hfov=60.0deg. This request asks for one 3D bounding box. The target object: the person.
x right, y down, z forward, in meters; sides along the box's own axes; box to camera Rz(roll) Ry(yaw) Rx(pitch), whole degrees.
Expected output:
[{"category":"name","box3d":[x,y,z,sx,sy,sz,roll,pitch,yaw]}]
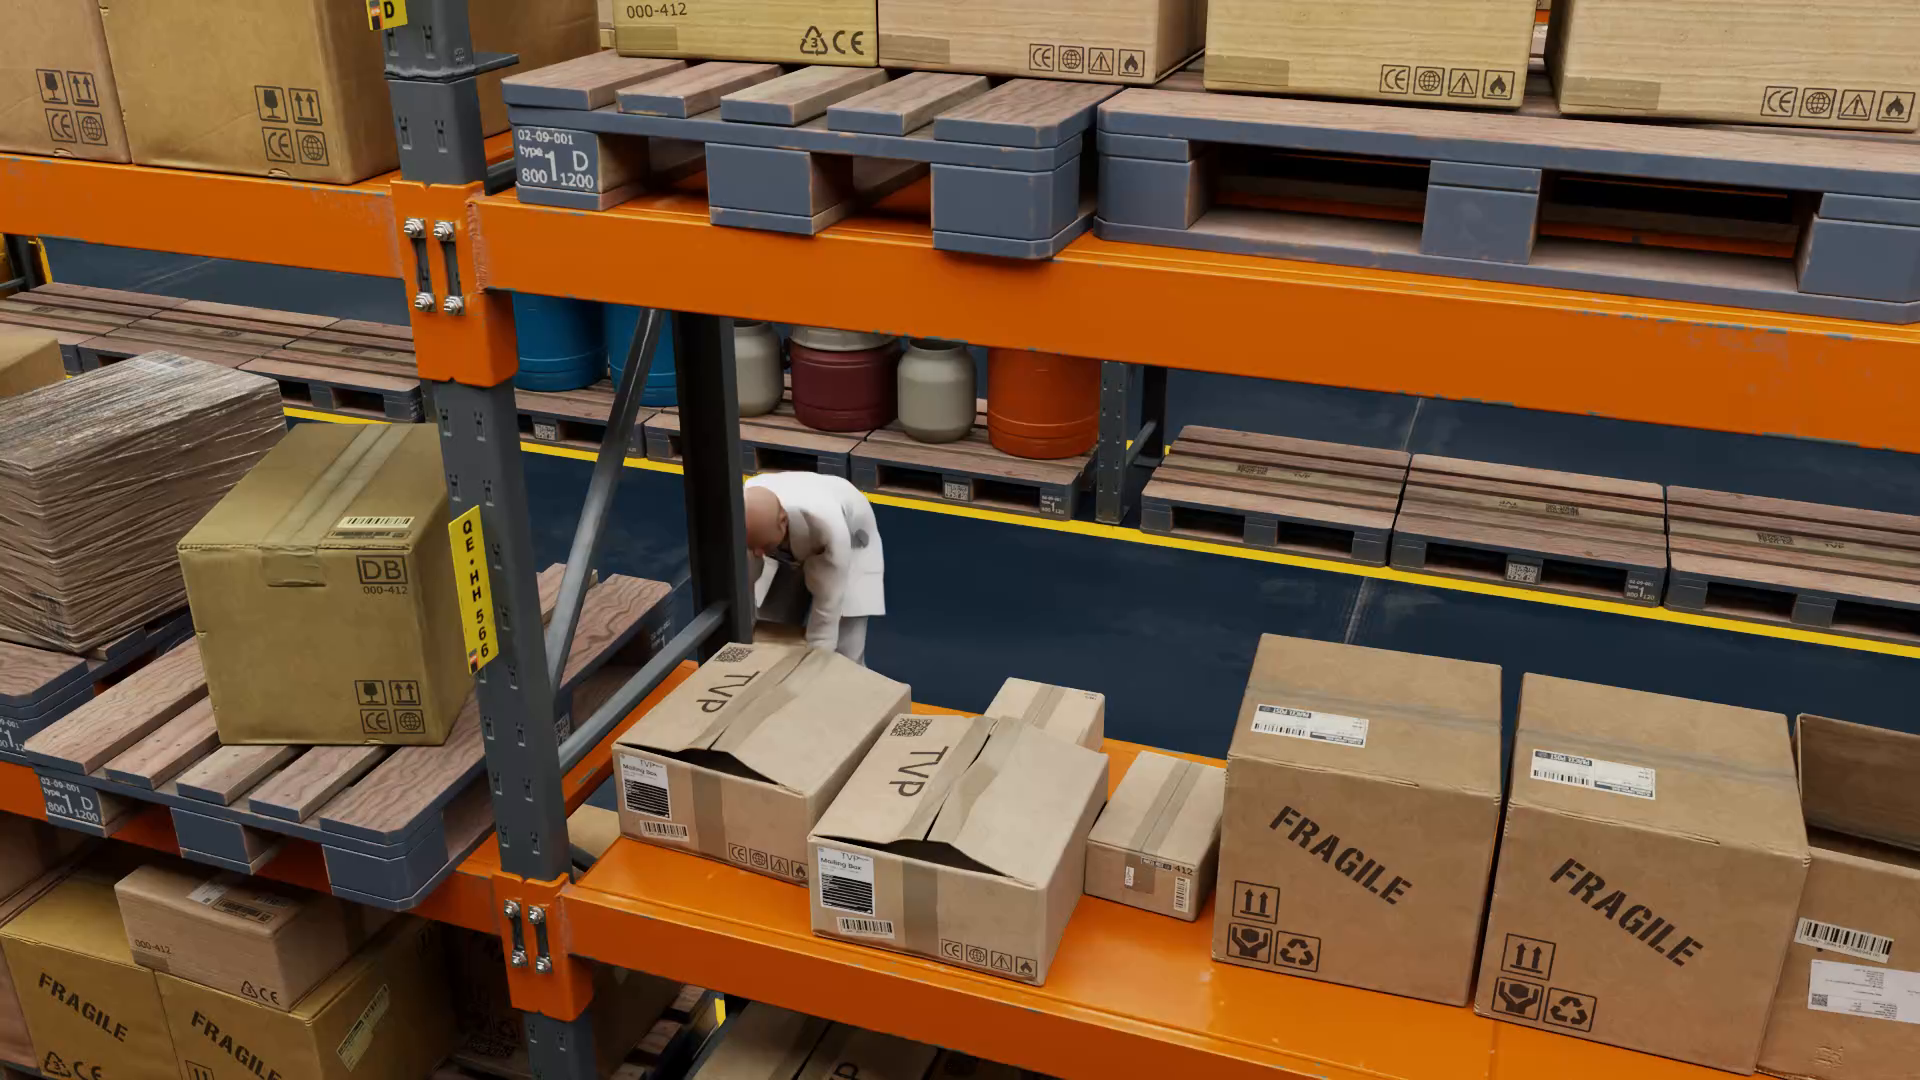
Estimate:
[{"category":"person","box3d":[-0.592,0.333,6.020,0.558,1.270,0.889,8,26,16]}]
